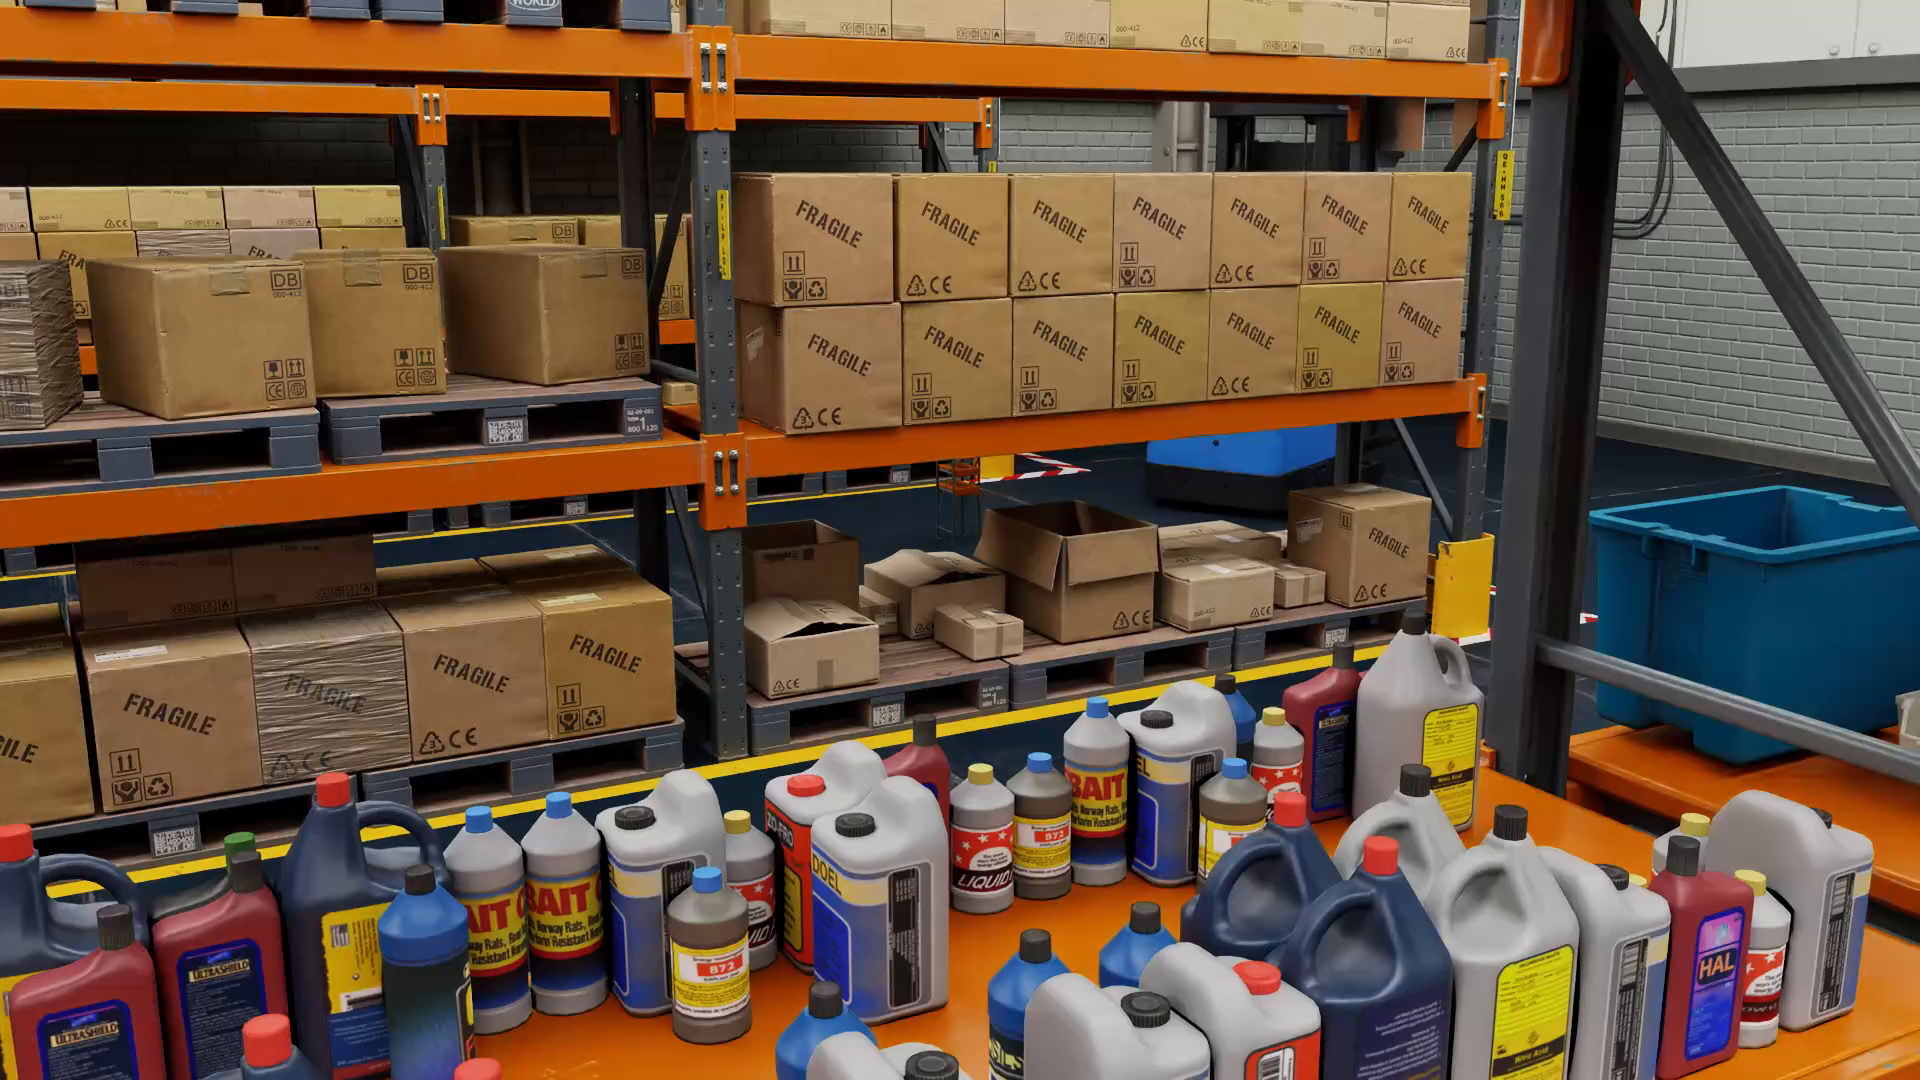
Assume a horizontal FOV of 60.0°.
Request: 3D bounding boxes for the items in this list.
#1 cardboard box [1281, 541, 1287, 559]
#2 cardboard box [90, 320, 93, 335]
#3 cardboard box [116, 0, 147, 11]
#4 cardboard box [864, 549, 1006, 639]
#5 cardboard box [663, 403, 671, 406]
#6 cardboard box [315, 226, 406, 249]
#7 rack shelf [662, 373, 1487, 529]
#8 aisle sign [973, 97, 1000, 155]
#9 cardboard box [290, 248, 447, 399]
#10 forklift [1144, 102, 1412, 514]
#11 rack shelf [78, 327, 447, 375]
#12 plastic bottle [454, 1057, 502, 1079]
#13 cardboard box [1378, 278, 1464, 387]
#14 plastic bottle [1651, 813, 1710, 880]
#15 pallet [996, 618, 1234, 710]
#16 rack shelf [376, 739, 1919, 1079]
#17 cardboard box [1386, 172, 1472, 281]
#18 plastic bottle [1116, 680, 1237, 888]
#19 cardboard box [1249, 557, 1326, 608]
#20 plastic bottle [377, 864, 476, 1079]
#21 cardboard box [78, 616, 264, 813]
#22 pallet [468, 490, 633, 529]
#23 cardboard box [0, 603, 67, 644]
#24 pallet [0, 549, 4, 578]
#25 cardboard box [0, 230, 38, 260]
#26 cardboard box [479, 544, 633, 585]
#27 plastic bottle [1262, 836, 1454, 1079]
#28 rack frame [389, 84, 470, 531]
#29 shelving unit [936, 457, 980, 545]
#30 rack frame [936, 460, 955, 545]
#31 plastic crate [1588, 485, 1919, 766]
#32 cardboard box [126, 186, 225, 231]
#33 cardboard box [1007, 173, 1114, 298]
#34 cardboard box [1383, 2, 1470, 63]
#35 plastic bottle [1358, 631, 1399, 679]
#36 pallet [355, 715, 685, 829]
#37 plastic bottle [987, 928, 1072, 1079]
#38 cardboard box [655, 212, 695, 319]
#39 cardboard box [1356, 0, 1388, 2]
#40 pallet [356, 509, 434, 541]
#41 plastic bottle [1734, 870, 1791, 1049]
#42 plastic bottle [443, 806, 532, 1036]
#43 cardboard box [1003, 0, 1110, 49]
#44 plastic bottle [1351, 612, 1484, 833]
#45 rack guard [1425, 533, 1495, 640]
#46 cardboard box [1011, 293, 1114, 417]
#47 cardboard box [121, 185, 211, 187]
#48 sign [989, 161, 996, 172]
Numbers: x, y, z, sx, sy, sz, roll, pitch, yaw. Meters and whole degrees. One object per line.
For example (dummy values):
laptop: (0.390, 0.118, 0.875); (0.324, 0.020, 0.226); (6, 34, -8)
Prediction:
cardboard box: (1.614, 0.077, 8.885); (0.250, 0.166, 0.380); (-7, 14, -28)
cardboard box: (-5.267, -1.358, 10.336); (0.250, 0.149, 0.380); (-7, 14, -29)
cardboard box: (-4.805, -3.212, 9.989); (0.500, 0.500, 0.700); (-7, 15, -29)
cardboard box: (-0.123, 0.230, 7.877); (0.500, 0.311, 0.500); (-7, 14, -28)
cardboard box: (-2.374, -0.724, 11.733); (0.500, 0.500, 0.700); (-7, 14, -28)
cardboard box: (-3.806, -1.734, 10.533); (0.500, 0.500, 0.500); (-7, 15, -29)
rack shelf: (0.610, -0.533, 7.785); (4.000, 0.370, 1.077); (-7, 14, -28)
aisle sign: (0.196, -3.267, 12.372); (0.004, 0.787, 0.394); (-7, 14, -28)
cardboard box: (-2.241, -0.836, 6.308); (0.500, 0.500, 0.700); (-4, 13, -19)
forklift: (2.552, -1.880, 12.286); (1.130, 2.935, 3.031); (9, 15, 34)
rack shelf: (-5.277, -1.067, 10.155); (4.000, 0.370, 1.077); (-7, 14, -28)
plastic bottle: (-0.392, 0.581, 1.308); (0.185, 0.351, 0.144); (-7, 14, -28)
cardboard box: (2.103, -1.044, 8.187); (0.500, 0.500, 0.500); (-6, 14, -26)
plastic bottle: (0.958, 0.460, 2.186); (0.097, 0.201, 0.097); (0, 13, 0)
pallet: (0.530, 0.486, 7.971); (1.213, 0.211, 1.003); (-7, 14, -28)
rack shelf: (-0.531, 0.843, 1.671); (4.000, 0.370, 1.077); (-7, 14, -28)
cardboard box: (2.107, -1.531, 8.076); (0.500, 0.500, 0.500); (-7, 14, -28)
plastic bottle: (0.315, 0.356, 2.480); (0.135, 0.276, 0.152); (-7, 14, -28)
cardboard box: (1.608, 0.203, 8.326); (0.250, 0.166, 0.380); (-7, 14, -28)
plastic bottle: (-0.597, 0.496, 1.865); (0.097, 0.271, 0.097); (0, 13, 0)
cardboard box: (-2.765, 0.595, 5.823); (0.500, 0.500, 0.500); (-7, 15, -30)
pallet: (-2.817, -0.332, 11.606); (1.213, 0.211, 1.003); (-7, 14, -28)
cardboard box: (-3.493, 0.554, 6.007); (0.500, 0.500, 0.500); (-7, 15, -30)
pallet: (-6.305, 0.085, 9.751); (1.213, 0.211, 1.003); (-7, 14, -28)
cardboard box: (-5.584, -1.518, 9.571); (0.500, 0.500, 0.500); (-7, 14, -28)
cardboard box: (-1.686, 0.335, 6.979); (0.500, 0.500, 0.500); (-8, 15, -30)
plastic bottle: (0.413, 0.485, 1.736); (0.185, 0.351, 0.144); (-7, 14, -28)
rack frame: (-3.522, -1.628, 11.011); (0.127, 3.000, 1.000); (-7, 14, -28)
shelving unit: (-0.013, -0.584, 10.471); (0.189, 1.200, 0.258); (-7, 14, -28)
rack frame: (-0.093, -0.574, 10.428); (0.006, 1.200, 0.240); (-7, 14, -28)
plastic crate: (1.471, 0.145, 3.033); (0.575, 0.384, 0.392); (-7, 14, -28)
cardboard box: (-4.710, -1.993, 9.976); (0.500, 0.250, 0.500); (-7, 14, -27)
cardboard box: (0.307, -1.314, 7.111); (0.500, 0.500, 0.500); (-7, 15, -30)
cardboard box: (2.041, -2.380, 7.862); (0.500, 0.250, 0.500); (-7, 14, -28)
plastic bottle: (0.699, 0.295, 2.734); (0.133, 0.283, 0.061); (-7, 14, -28)
pallet: (-1.841, 0.780, 6.664); (1.213, 0.211, 1.003); (-7, 14, -28)
plastic bottle: (0.076, 0.531, 1.709); (0.097, 0.271, 0.097); (0, 13, 0)
cardboard box: (-1.761, -1.982, 11.903); (0.700, 0.700, 0.980); (-8, 15, -31)
cardboard box: (1.598, -2.573, 7.580); (0.500, 0.250, 0.500); (-7, 14, -28)
pallet: (-4.163, -0.172, 10.892); (1.213, 0.211, 1.003); (-7, 14, -28)
plastic bottle: (0.945, 0.499, 2.010); (0.097, 0.201, 0.097); (0, 13, 0)
plastic bottle: (-0.581, 0.458, 2.034); (0.097, 0.271, 0.097); (0, 13, 0)
cardboard box: (0.281, -2.172, 6.936); (0.500, 0.250, 0.500); (-7, 14, -28)
plastic bottle: (0.725, 0.284, 2.627); (0.185, 0.351, 0.144); (-7, 14, -28)
rack guard: (2.299, 0.133, 8.879); (0.348, 0.500, 1.175); (-7, 14, -28)
cardboard box: (0.321, -0.830, 7.239); (0.500, 0.500, 0.500); (-7, 14, -28)
cardboard box: (-4.944, -2.089, 10.402); (0.500, 0.250, 0.500); (-7, 15, -30)
sign: (0.237, -2.623, 12.256); (0.005, 0.325, 0.100); (-7, 14, -28)
